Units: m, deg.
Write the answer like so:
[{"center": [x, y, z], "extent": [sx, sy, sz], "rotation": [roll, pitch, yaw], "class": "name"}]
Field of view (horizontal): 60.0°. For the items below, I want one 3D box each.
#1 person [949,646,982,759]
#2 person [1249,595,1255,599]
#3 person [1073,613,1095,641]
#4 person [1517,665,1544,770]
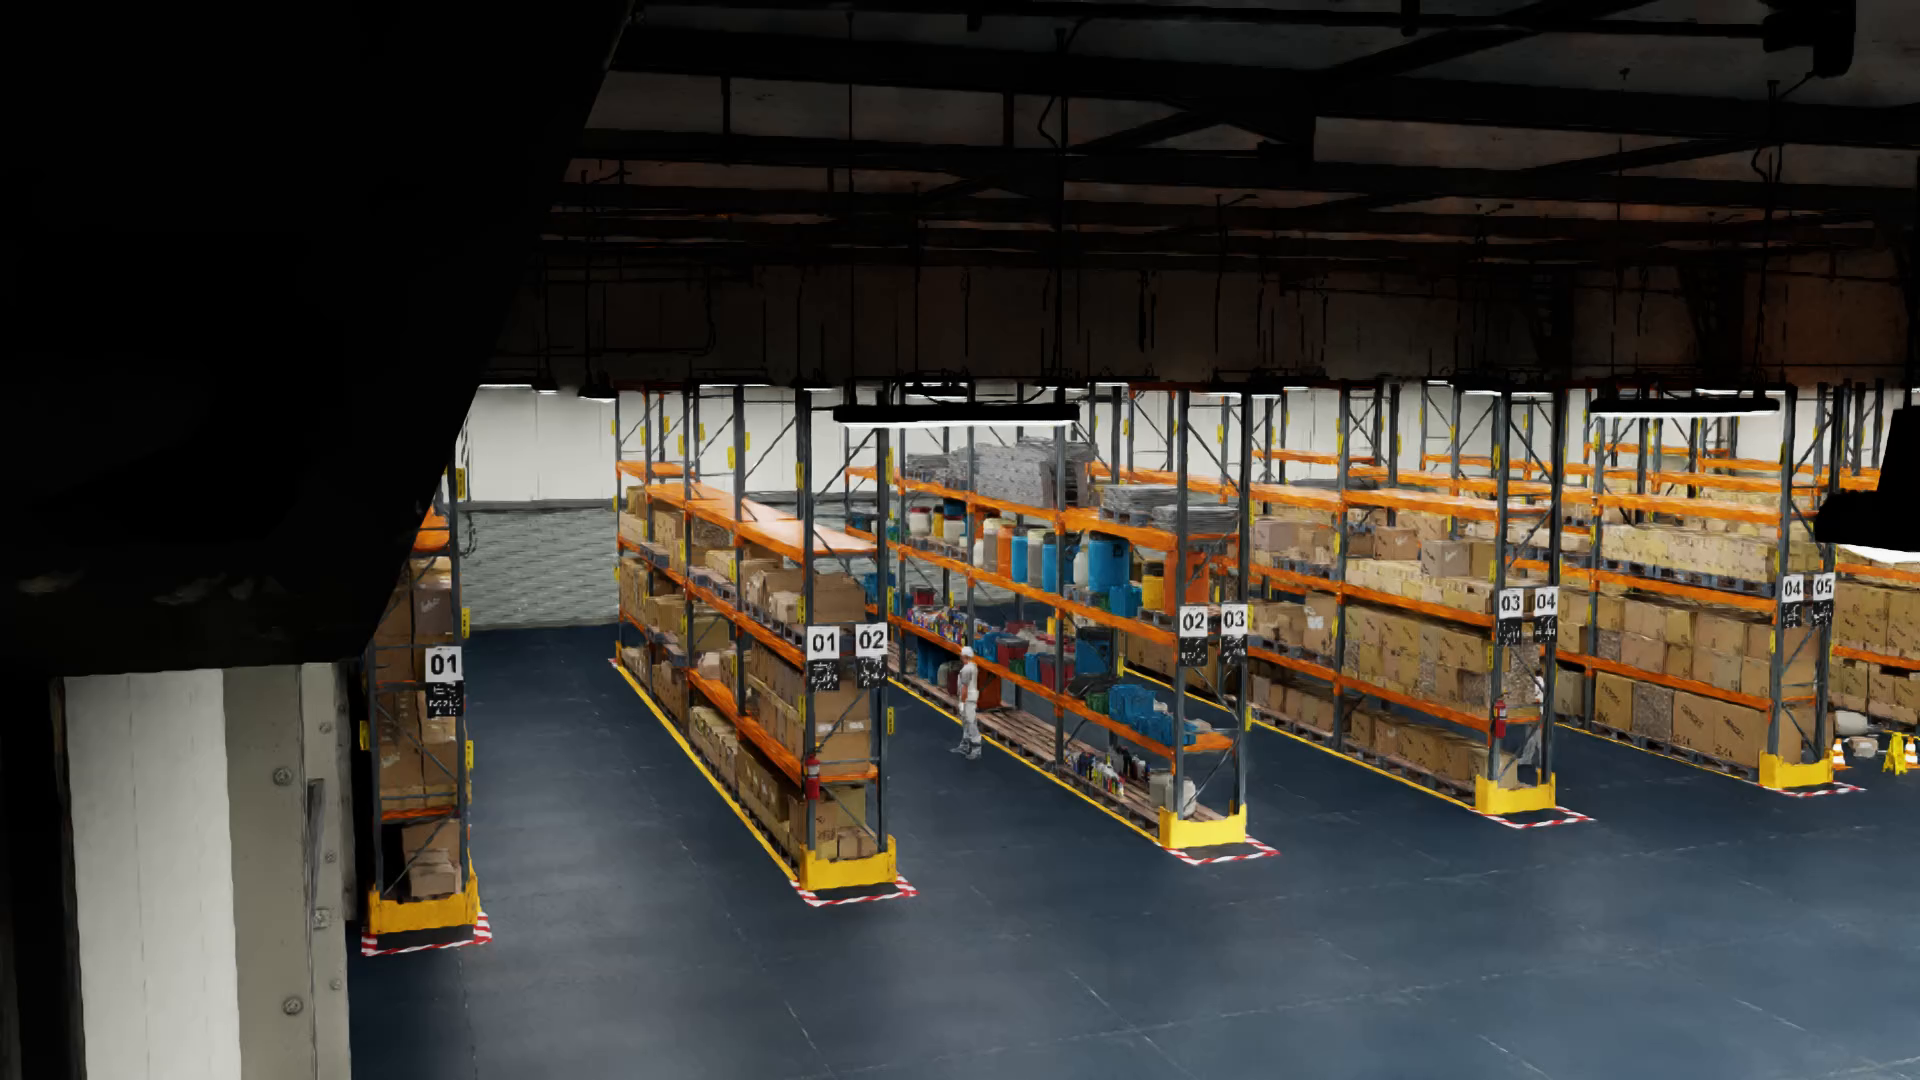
[{"center": [0.092, 2.595, 26.830], "extent": [0.569, 1.786, 0.650], "rotation": [1, 6, 9], "class": "person"}, {"center": [5.891, 1.906, 34.242], "extent": [0.454, 1.589, 1.088], "rotation": [-2, 6, -17], "class": "person"}, {"center": [2.535, 1.930, 33.668], "extent": [0.538, 1.680, 0.408], "rotation": [5, 8, 40], "class": "person"}, {"center": [8.987, 2.741, 26.073], "extent": [0.556, 1.659, 0.598], "rotation": [1, 6, 13], "class": "person"}]
